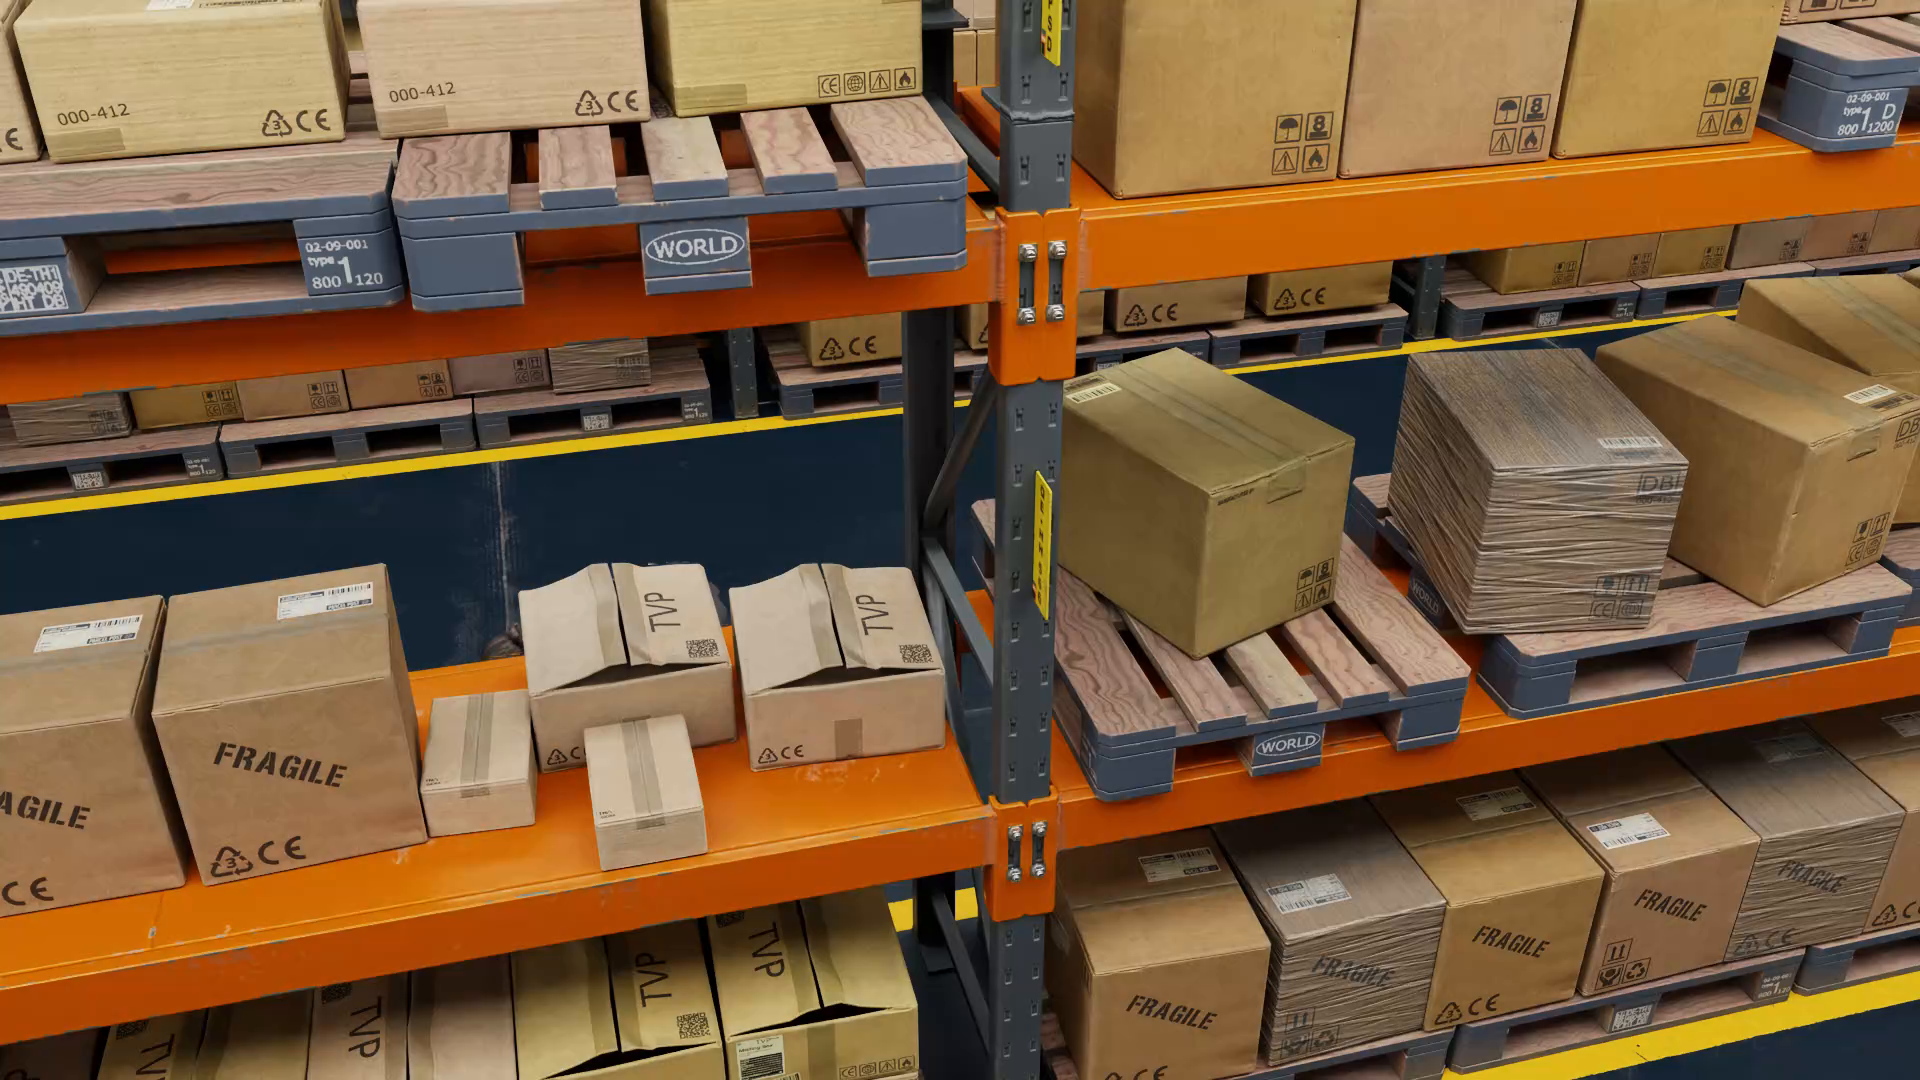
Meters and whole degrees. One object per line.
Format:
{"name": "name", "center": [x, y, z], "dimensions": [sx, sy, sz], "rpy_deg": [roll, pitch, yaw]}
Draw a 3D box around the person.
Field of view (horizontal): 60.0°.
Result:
{"name": "person", "center": [-1.258, 0.538, 6.006], "dimensions": [0.866, 0.864, 0.465], "rpy_deg": [-10, 32, -16]}
